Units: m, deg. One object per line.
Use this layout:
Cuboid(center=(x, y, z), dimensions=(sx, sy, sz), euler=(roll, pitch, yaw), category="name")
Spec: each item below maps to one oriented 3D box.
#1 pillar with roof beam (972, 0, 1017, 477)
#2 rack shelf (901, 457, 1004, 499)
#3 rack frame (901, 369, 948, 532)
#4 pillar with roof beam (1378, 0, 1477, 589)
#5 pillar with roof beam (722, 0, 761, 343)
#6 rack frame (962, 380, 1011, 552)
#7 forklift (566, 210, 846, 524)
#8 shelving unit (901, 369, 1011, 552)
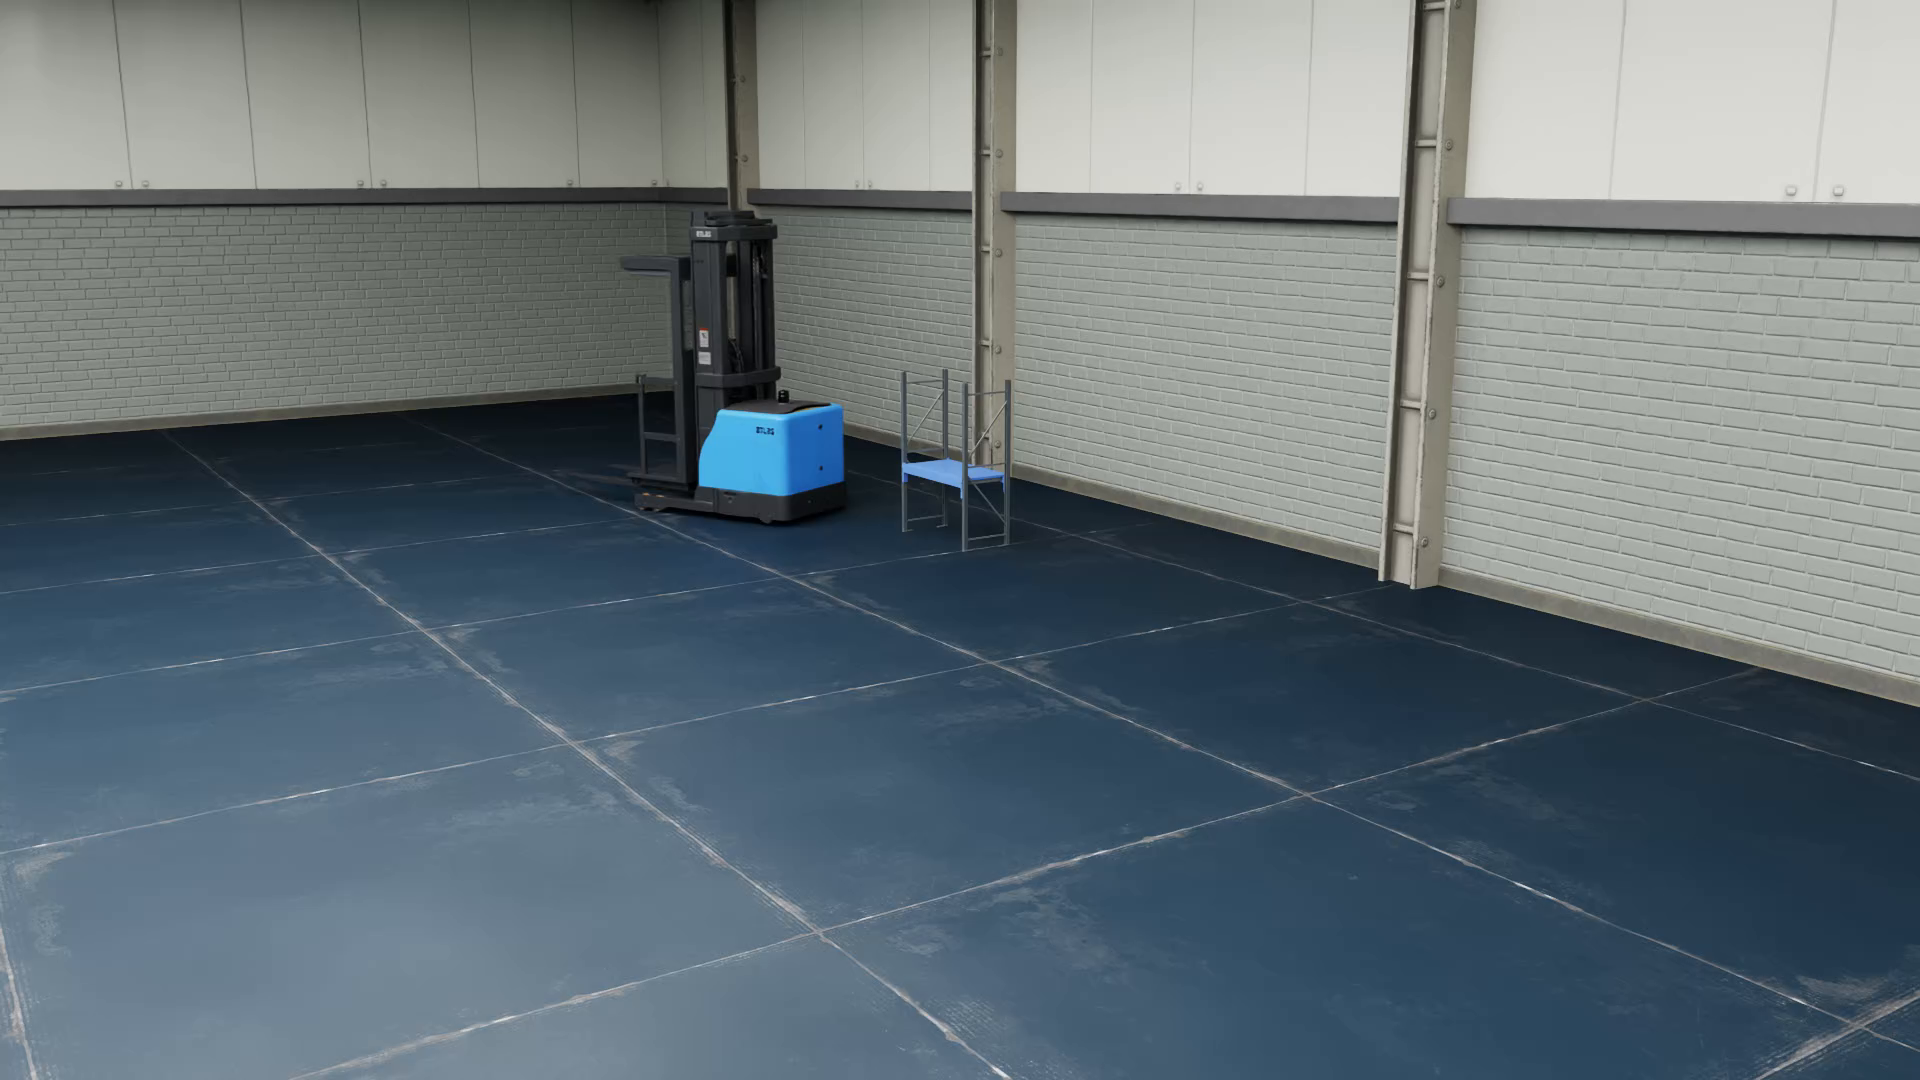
Cuboid(center=(-3.219, -4.607, 15.254), dimensions=(9.100, 9.000, 0.400), euler=(-8, 15, -33), category="pillar with roof beam")
Cuboid(center=(-0.047, -0.572, 15.198), dimensions=(0.538, 0.185, 1.000), euler=(-8, 15, -33), category="rack shelf")
Cuboid(center=(-0.329, -0.838, 15.573), dimensions=(0.500, 1.500, 0.032), euler=(-8, 15, -33), category="rack frame")
Cuboid(center=(0.105, -3.540, 10.374), dimensions=(9.100, 9.000, 0.400), euler=(-8, 15, -33), category="pillar with roof beam")
Cuboid(center=(-6.543, -5.674, 20.133), dimensions=(9.100, 9.000, 0.400), euler=(-8, 15, -33), category="pillar with roof beam")
Cuboid(center=(0.234, -0.657, 14.746), dimensions=(0.500, 1.500, 0.032), euler=(-8, 15, -33), category="rack frame")
Cuboid(center=(-2.657, -1.799, 16.615), dimensions=(3.031, 2.935, 1.130), euler=(8, 14, 31), category="forklift")
Cuboid(center=(-0.047, -0.748, 15.159), dimensions=(0.538, 1.500, 1.048), euler=(-8, 15, -33), category="shelving unit")
